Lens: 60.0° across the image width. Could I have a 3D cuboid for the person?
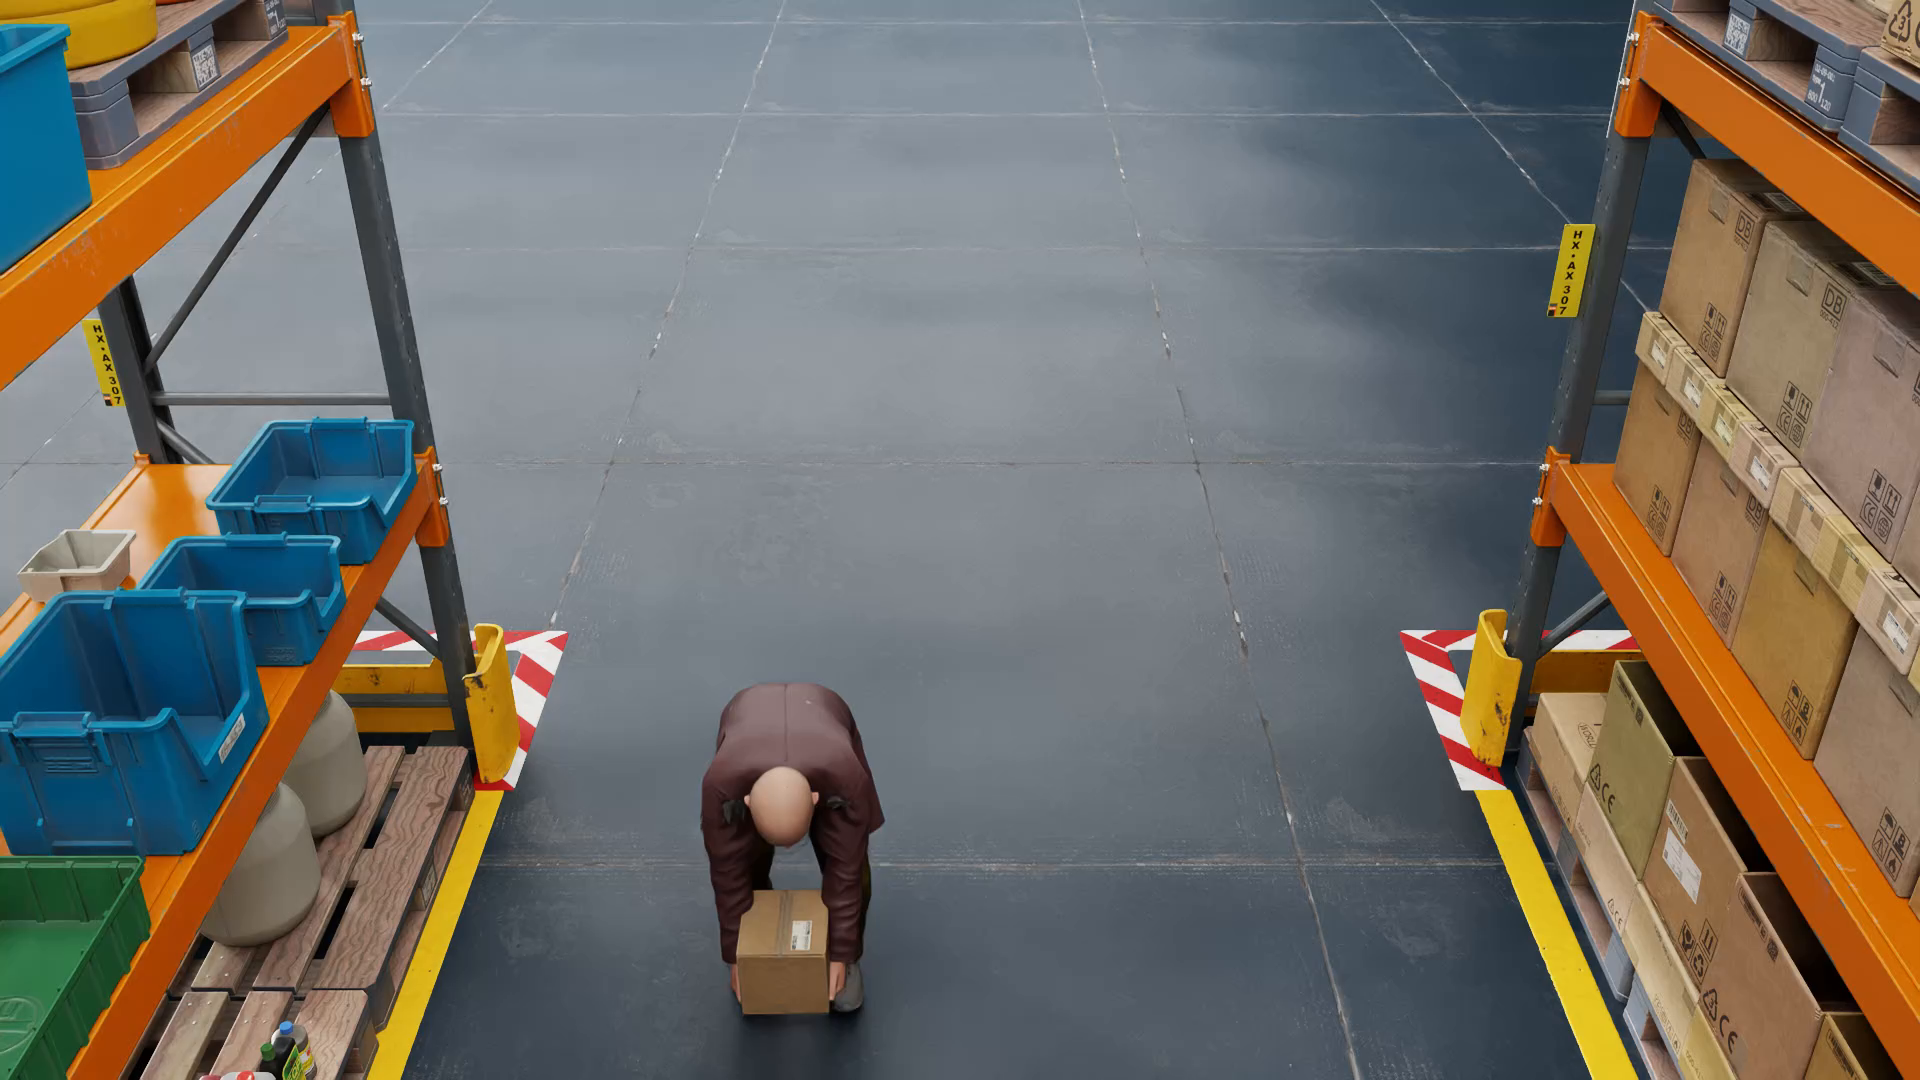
[{"bbox_3d":[-0.509,1.017,5.012,0.571,1.213,0.909,-1,31,-2],"label":"person"}]
